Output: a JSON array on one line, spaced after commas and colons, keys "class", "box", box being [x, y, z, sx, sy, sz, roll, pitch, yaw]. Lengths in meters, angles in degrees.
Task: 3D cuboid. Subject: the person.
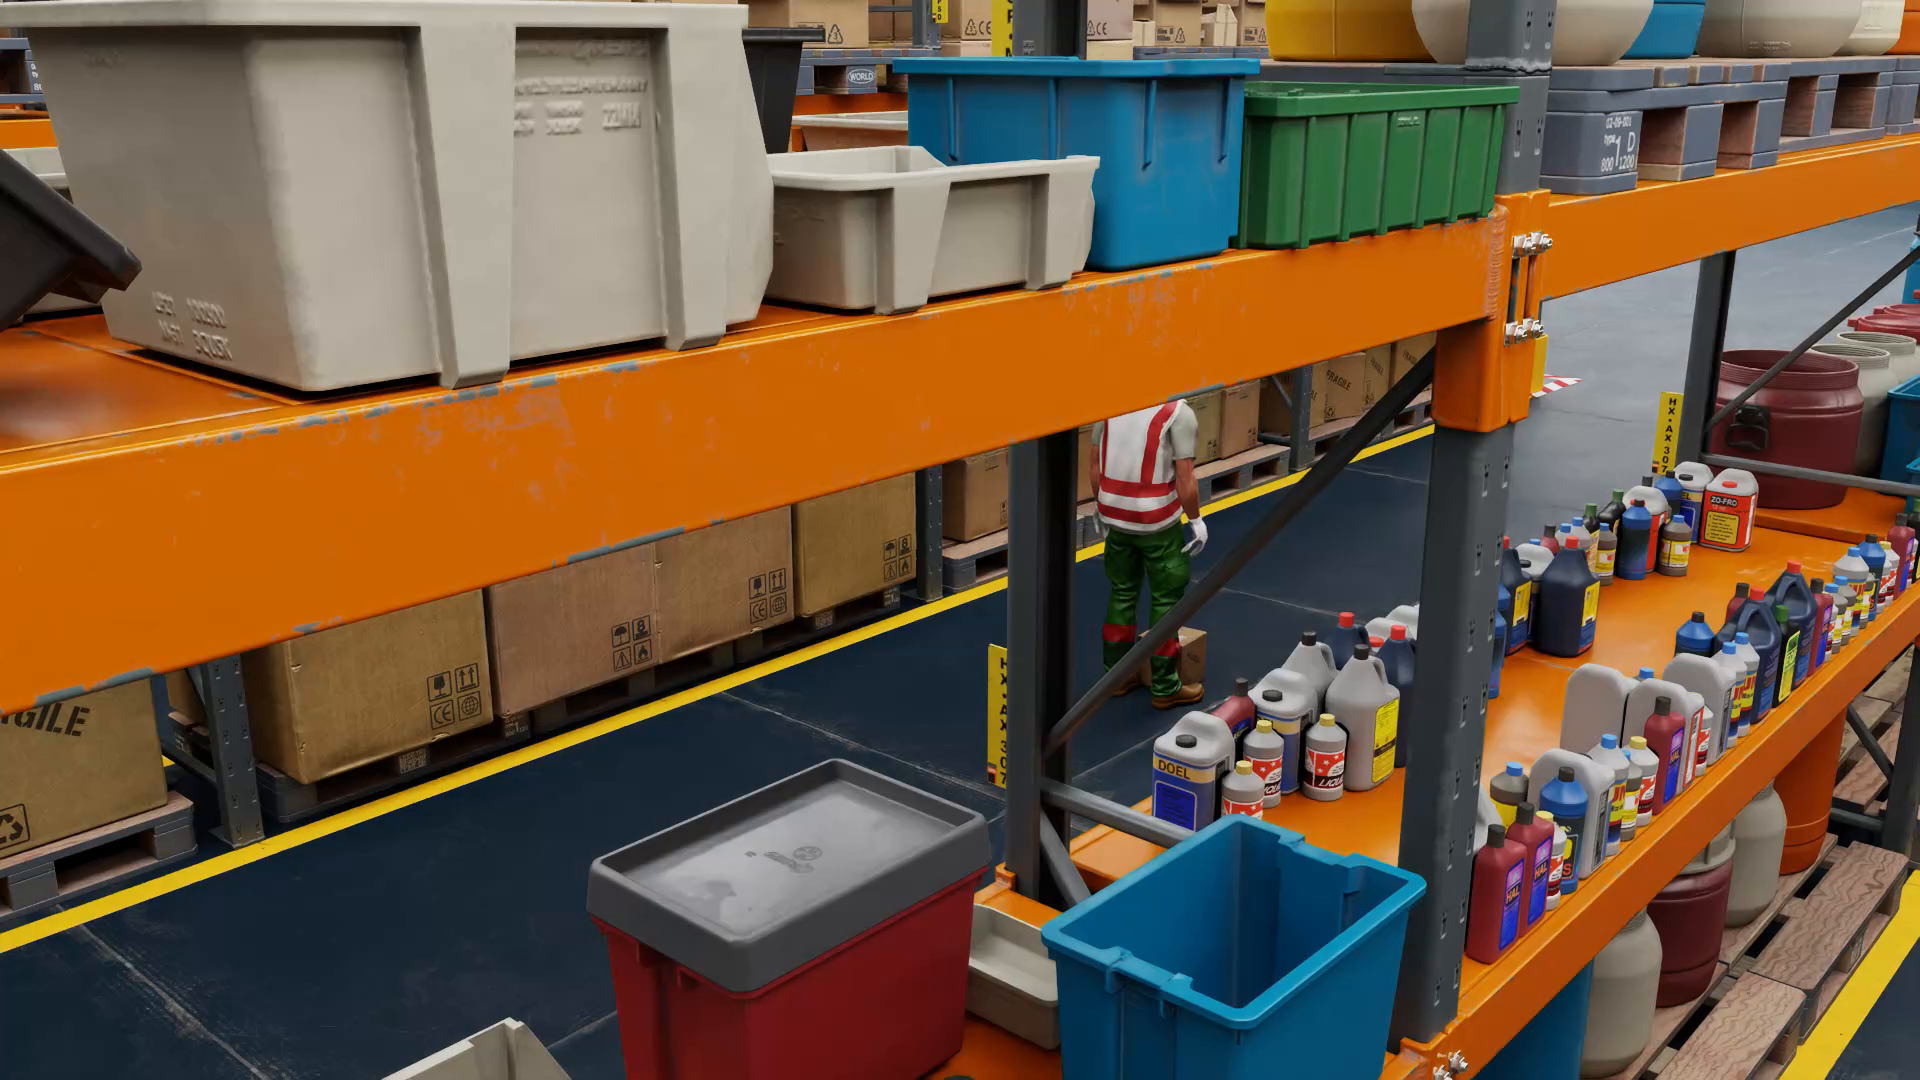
[{"class": "person", "box": [0.888, -0.103, 7.858, 0.619, 1.779, 0.455, 14, 22, 38]}]
